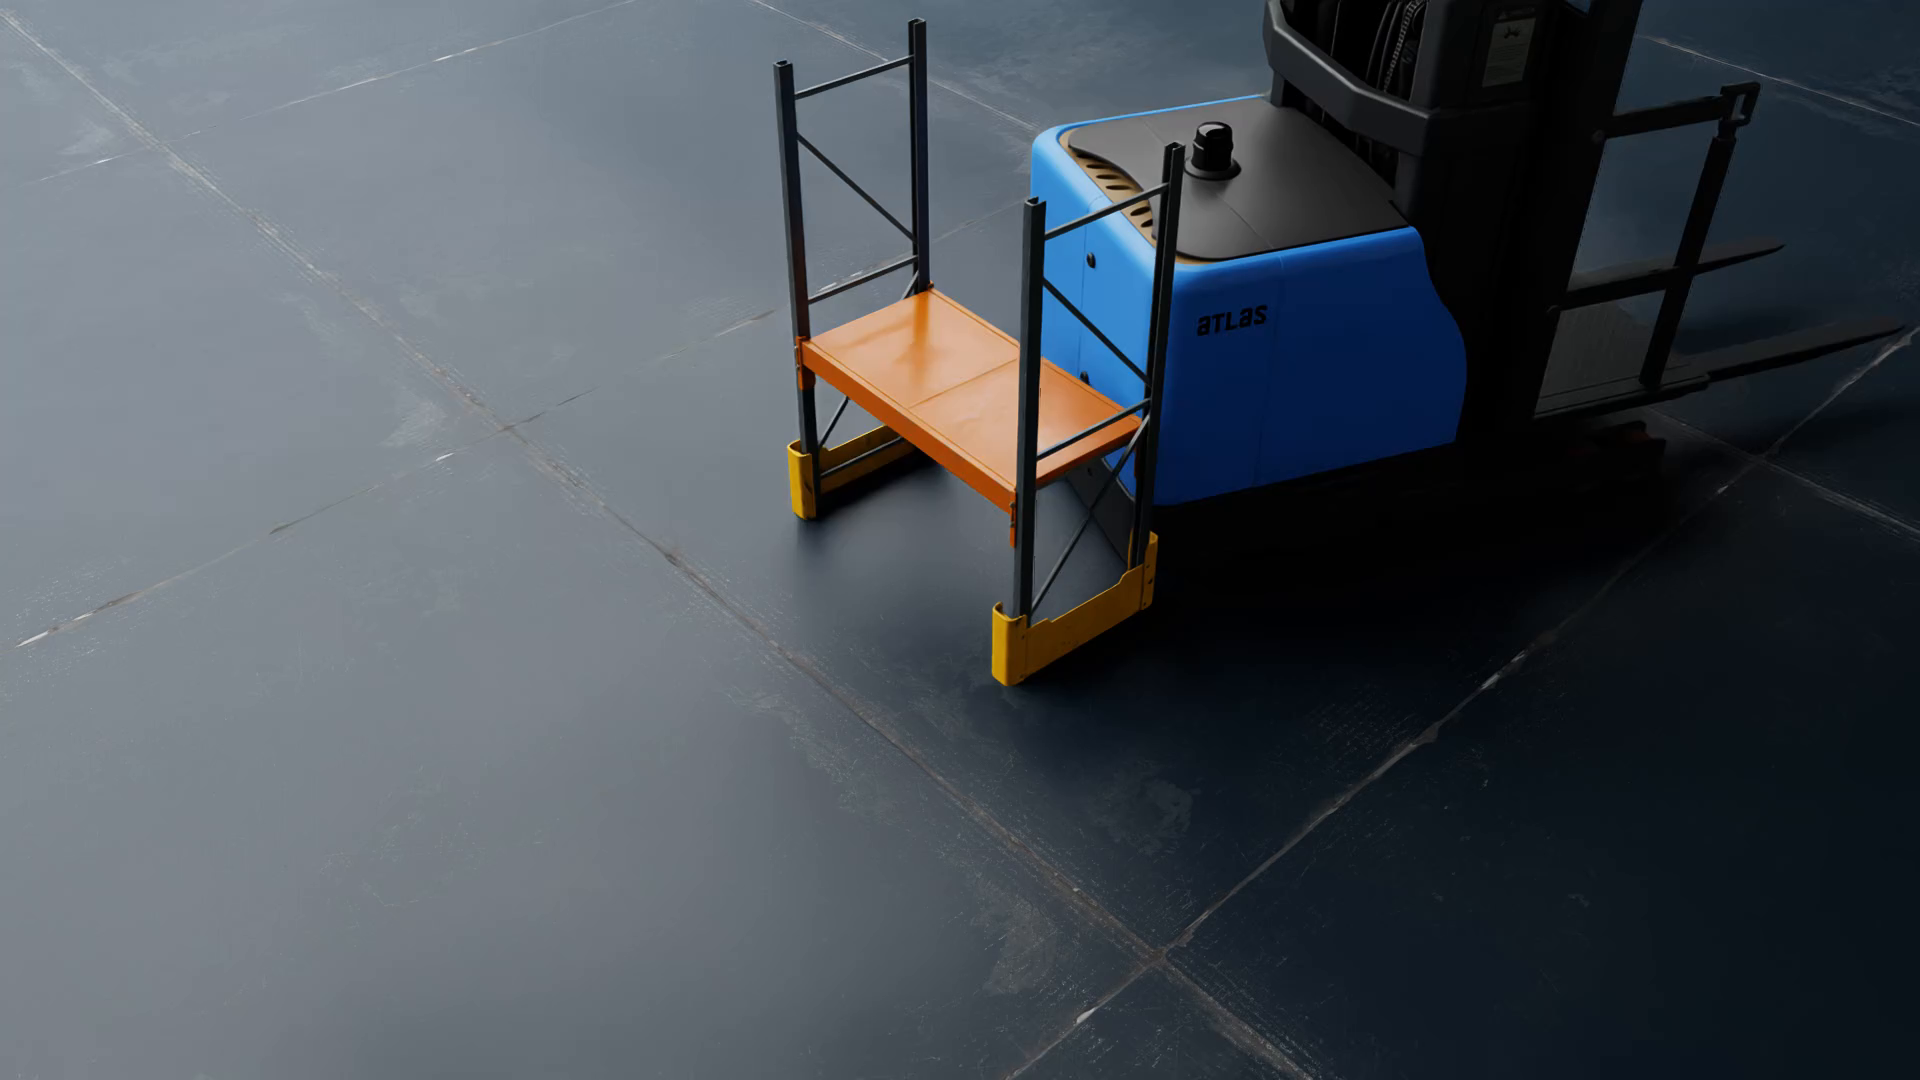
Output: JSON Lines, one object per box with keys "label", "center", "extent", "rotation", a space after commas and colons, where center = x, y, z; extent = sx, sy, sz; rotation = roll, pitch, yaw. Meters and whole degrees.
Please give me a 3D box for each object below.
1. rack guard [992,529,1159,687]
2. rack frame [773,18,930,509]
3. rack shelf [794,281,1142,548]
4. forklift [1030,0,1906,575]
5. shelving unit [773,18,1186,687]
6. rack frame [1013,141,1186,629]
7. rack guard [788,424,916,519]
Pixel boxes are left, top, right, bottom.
{"label": "rack guard", "center": [0.336, 0.188, 4.818], "extent": [0.587, 0.250, 0.087], "rotation": [-27, 46, -30]}
{"label": "rack frame", "center": [-0.297, -0.782, 5.024], "extent": [0.500, 1.500, 0.032], "rotation": [-27, 46, -30]}
{"label": "rack shelf", "center": [0.026, -0.395, 4.832], "extent": [0.538, 0.185, 1.000], "rotation": [-27, 46, -30]}
{"label": "forklift", "center": [1.780, -1.598, 4.895], "extent": [3.031, 2.935, 1.130], "rotation": [-13, 41, -15]}
{"label": "shelving unit", "center": [0.020, -0.540, 4.724], "extent": [0.587, 1.500, 1.083], "rotation": [-27, 46, -30]}
{"label": "rack frame", "center": [0.349, -0.288, 4.413], "extent": [0.500, 1.500, 0.032], "rotation": [-27, 46, -30]}
{"label": "rack guard", "center": [-0.296, -0.295, 5.416], "extent": [0.587, 0.250, 0.087], "rotation": [-27, 46, -30]}
